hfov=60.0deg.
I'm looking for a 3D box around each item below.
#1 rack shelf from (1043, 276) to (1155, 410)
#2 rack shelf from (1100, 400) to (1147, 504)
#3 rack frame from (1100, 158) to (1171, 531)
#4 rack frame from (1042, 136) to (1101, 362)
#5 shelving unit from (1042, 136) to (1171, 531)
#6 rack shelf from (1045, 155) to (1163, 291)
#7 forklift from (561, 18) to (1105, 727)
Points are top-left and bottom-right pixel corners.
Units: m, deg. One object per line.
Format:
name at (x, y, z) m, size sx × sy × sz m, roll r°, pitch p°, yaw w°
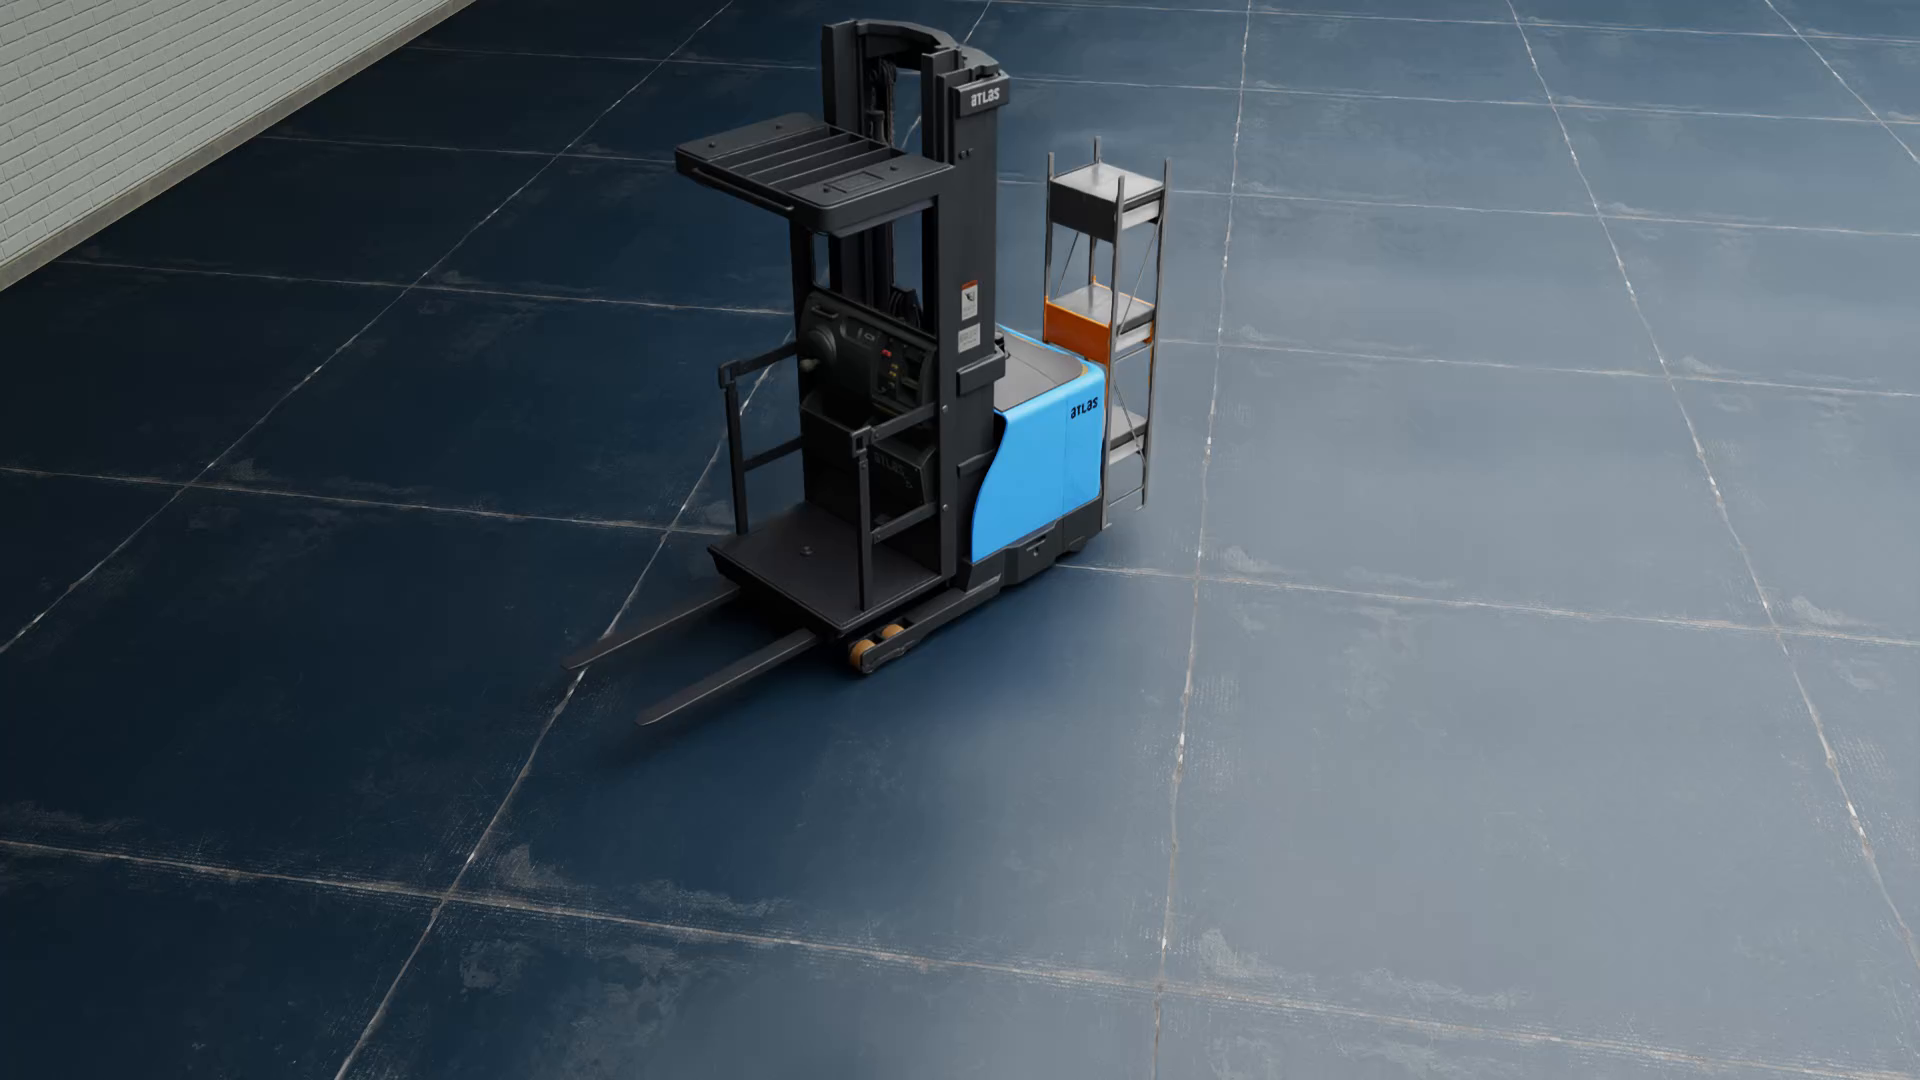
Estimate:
rack shelf at (0.778, -1.099, 9.227) m, size 0.431 × 0.518 × 0.480 m, roll -27°, pitch 41°, yaw -36°
rack shelf at (0.778, -0.506, 9.598) m, size 0.431 × 0.518 × 0.480 m, roll -27°, pitch 41°, yaw -36°
rack frame at (0.948, -1.018, 9.072) m, size 0.400 × 2.100 × 0.015 m, roll -27°, pitch 41°, yaw -36°
rack frame at (0.607, -1.204, 9.368) m, size 0.400 × 2.100 × 0.015 m, roll -27°, pitch 41°, yaw -36°
shelving unit at (0.778, -1.111, 9.220) m, size 0.431 × 2.100 × 0.503 m, roll -27°, pitch 41°, yaw -36°
rack shelf at (0.778, -1.693, 8.856) m, size 0.431 × 0.518 × 0.480 m, roll -27°, pitch 41°, yaw -36°
forklift at (-0.617, -0.884, 8.073) m, size 3.031 × 2.935 × 1.130 m, roll -27°, pitch 41°, yaw -36°
